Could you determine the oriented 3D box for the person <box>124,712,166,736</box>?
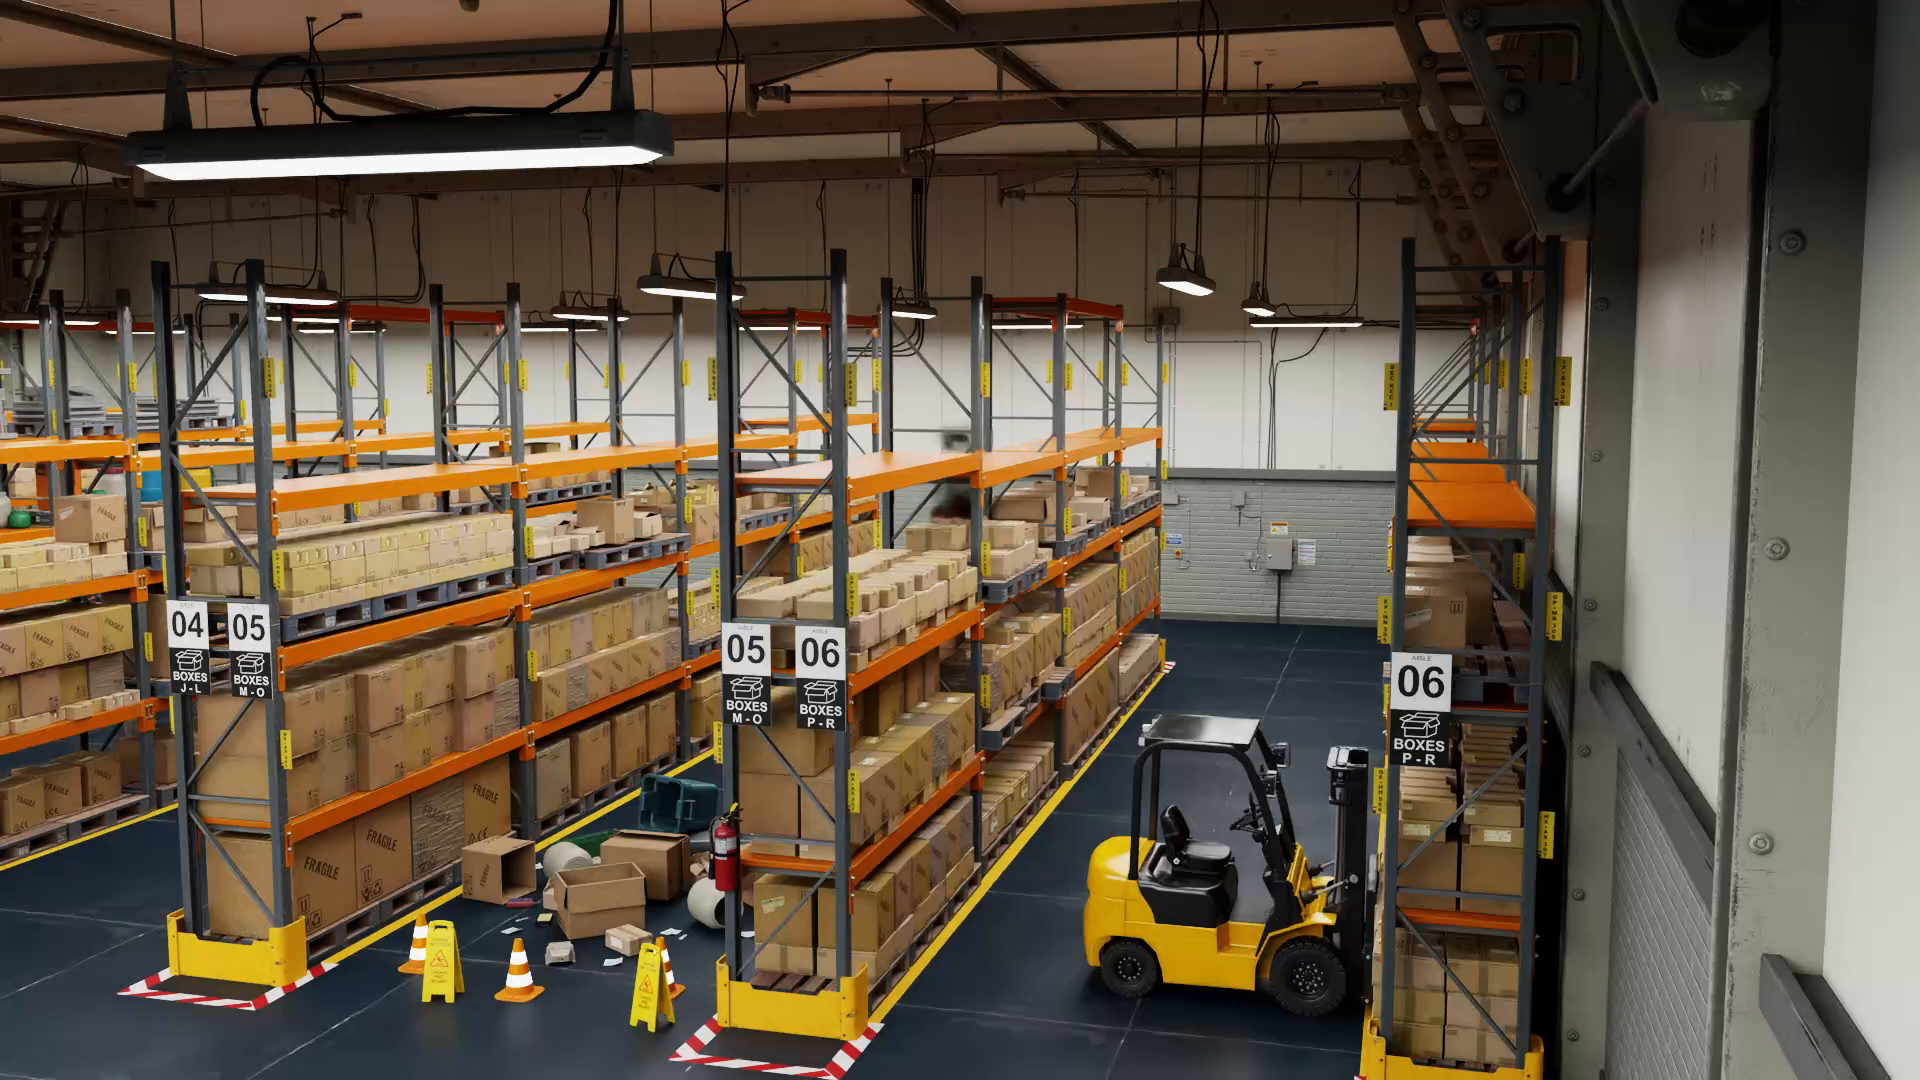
[{"bbox_3d":[-10.679,2.032,21.737,0.588,1.669,0.851,1,6,11],"label":"person"}]
